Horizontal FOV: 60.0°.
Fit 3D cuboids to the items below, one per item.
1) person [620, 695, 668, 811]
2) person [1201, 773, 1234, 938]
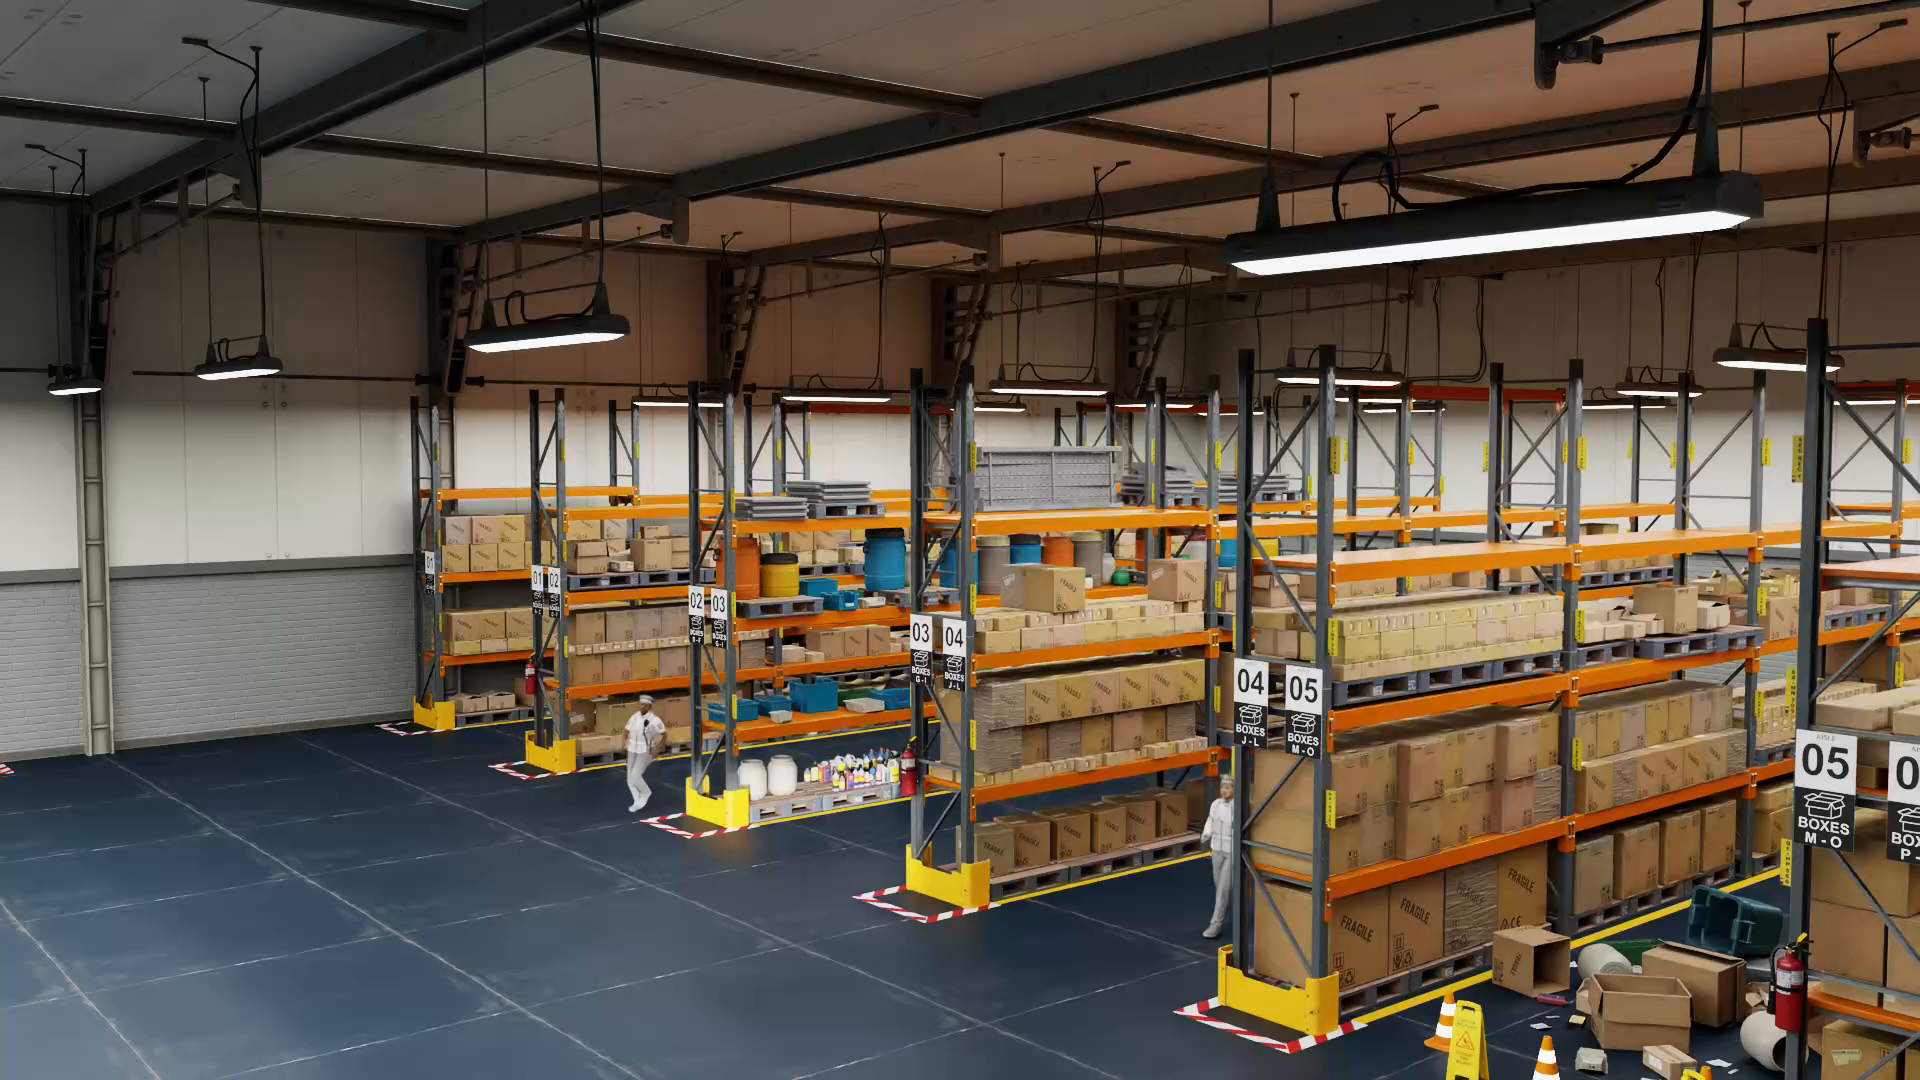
[{"bbox_3d":[-4.453,2.977,23.200,0.650,1.652,0.502,2,4,24],"label":"person"},{"bbox_3d":[2.842,3.288,17.567,0.630,1.661,0.938,3,4,40],"label":"person"}]
